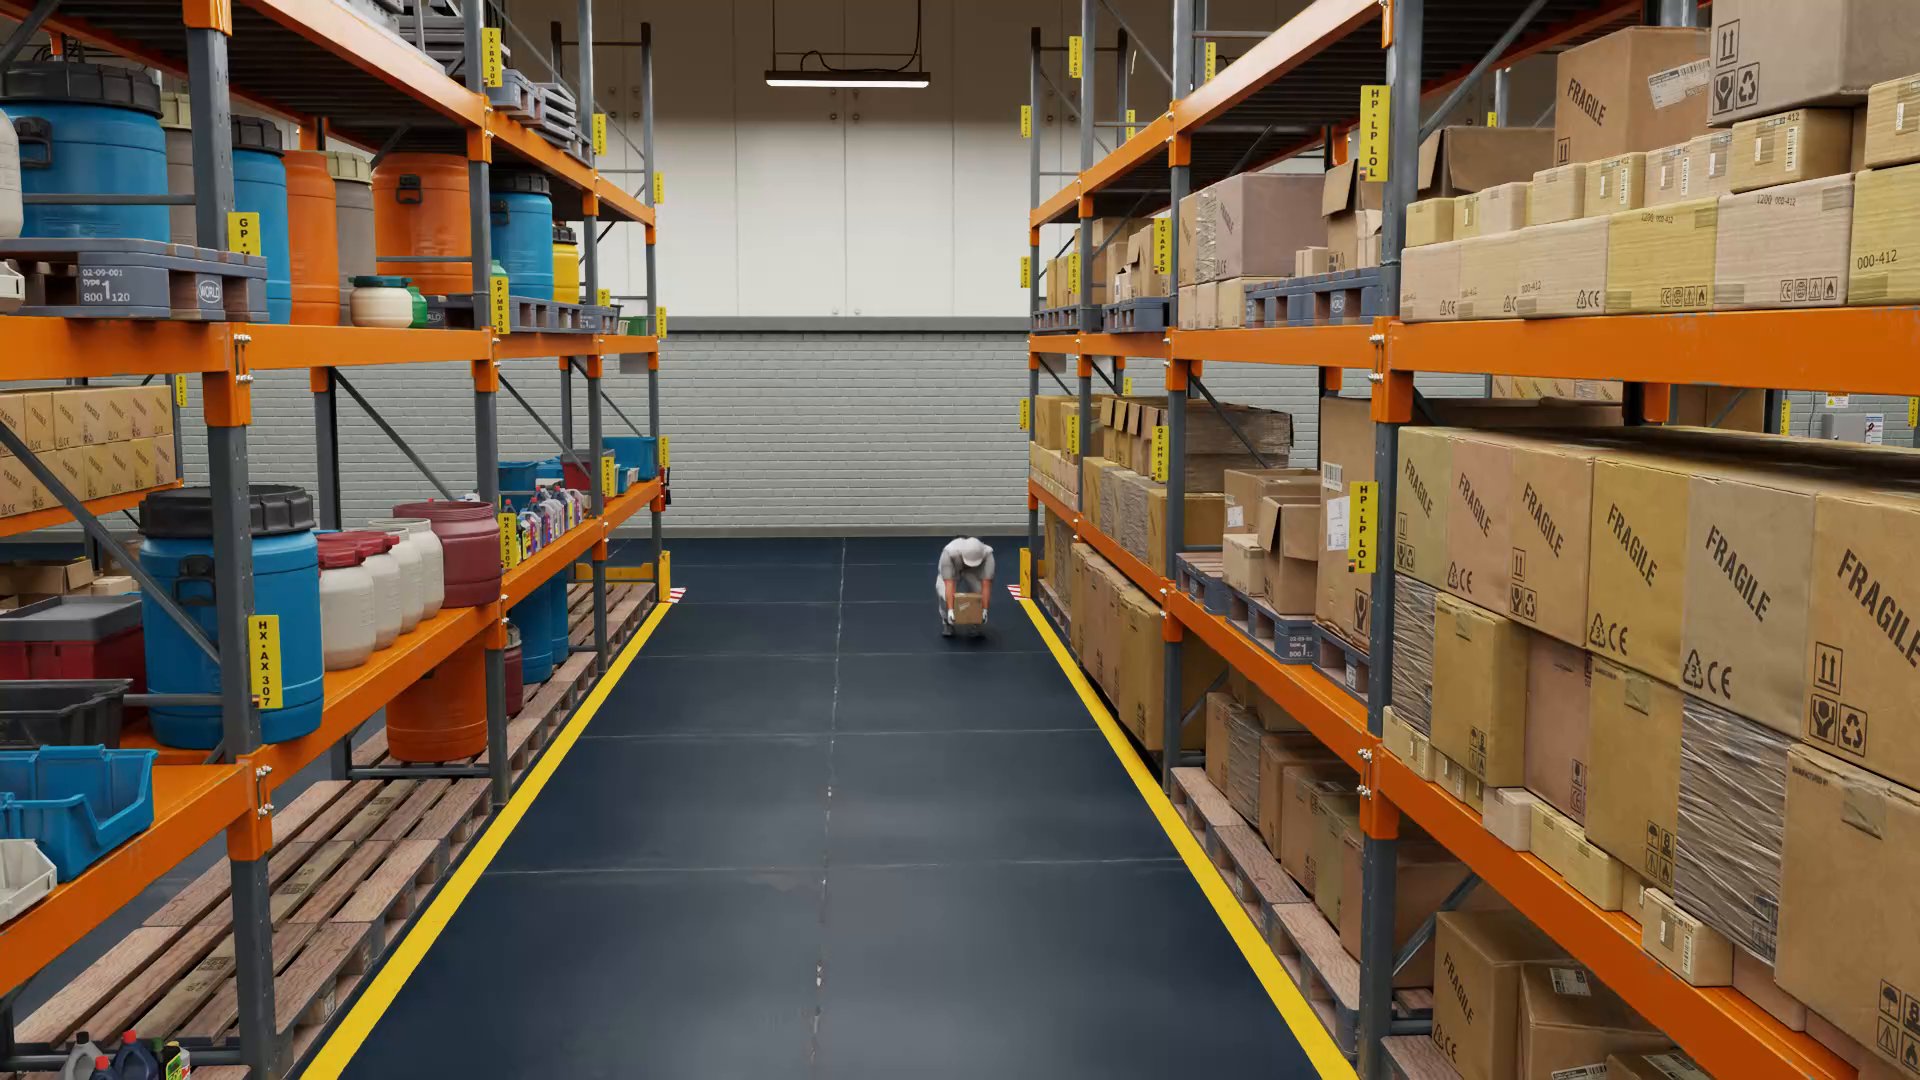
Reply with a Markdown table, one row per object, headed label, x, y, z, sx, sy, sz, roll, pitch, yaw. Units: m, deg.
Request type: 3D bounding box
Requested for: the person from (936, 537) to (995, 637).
| label | x | y | z | sx | sy | sz | roll | pitch | yaw |
| --- | --- | --- | --- | --- | --- | --- | --- | --- | --- |
| person | 0.041 | 0.425 | 15.476 | 0.523 | 0.985 | 0.935 | -1 | 7 | -6 |
